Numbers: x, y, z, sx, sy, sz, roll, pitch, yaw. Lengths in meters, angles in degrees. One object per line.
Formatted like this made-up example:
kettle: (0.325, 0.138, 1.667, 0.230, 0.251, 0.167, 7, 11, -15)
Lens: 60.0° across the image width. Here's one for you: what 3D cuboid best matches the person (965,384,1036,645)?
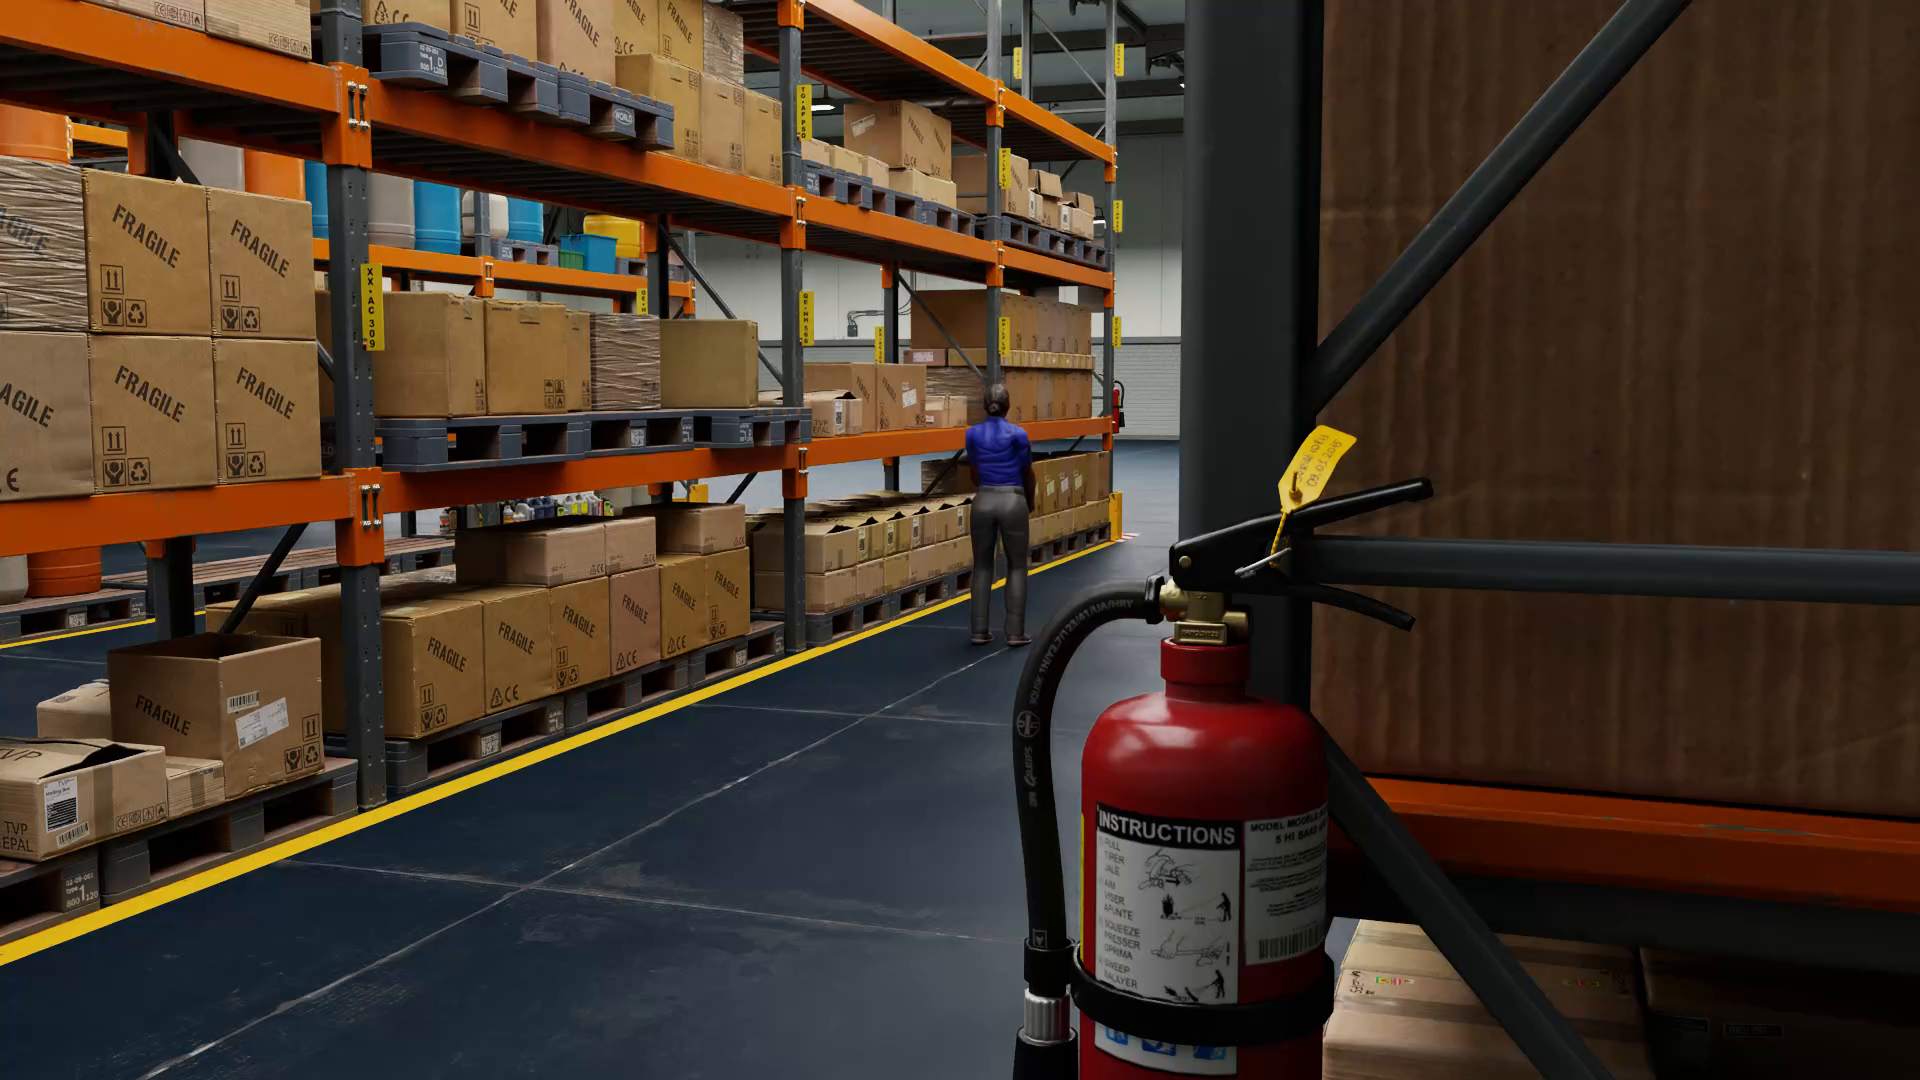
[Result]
person: (0.273, -0.165, 10.602, 0.435, 1.656, 0.504, 2, 6, 17)
